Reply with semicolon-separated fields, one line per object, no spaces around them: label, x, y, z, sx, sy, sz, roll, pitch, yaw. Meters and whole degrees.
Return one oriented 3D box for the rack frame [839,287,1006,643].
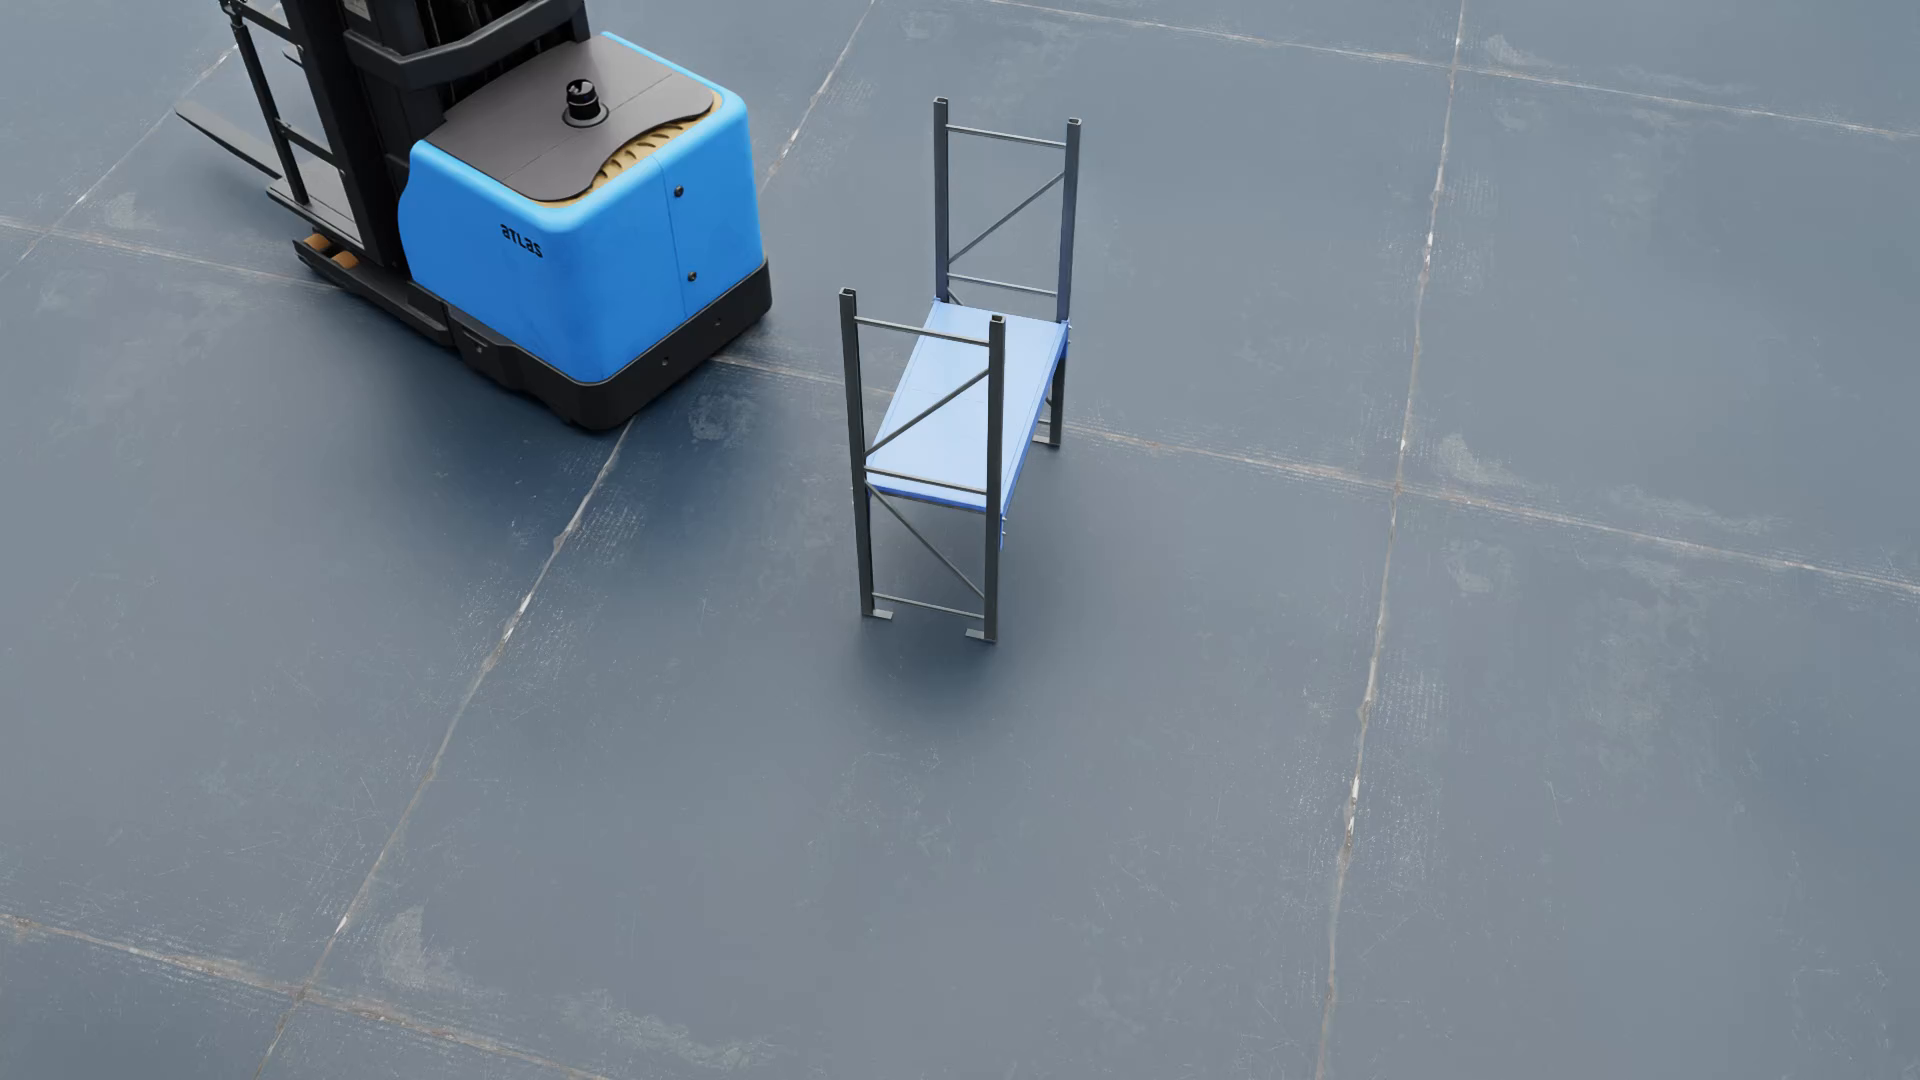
rack frame;-0.111;-0.190;5.418;0.500;1.500;0.032;12;50;10

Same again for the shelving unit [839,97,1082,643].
shelving unit;0.022;-0.558;5.742;0.538;1.500;1.048;12;50;10

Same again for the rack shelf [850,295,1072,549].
rack shelf;0.022;-0.439;5.877;0.538;0.185;1.000;12;50;10

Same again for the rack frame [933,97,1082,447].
rack frame;0.156;-0.926;6.067;0.500;1.500;0.032;12;50;10

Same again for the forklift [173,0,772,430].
forklift;-2.266;-2.333;6.354;3.031;2.935;1.130;31;55;24
